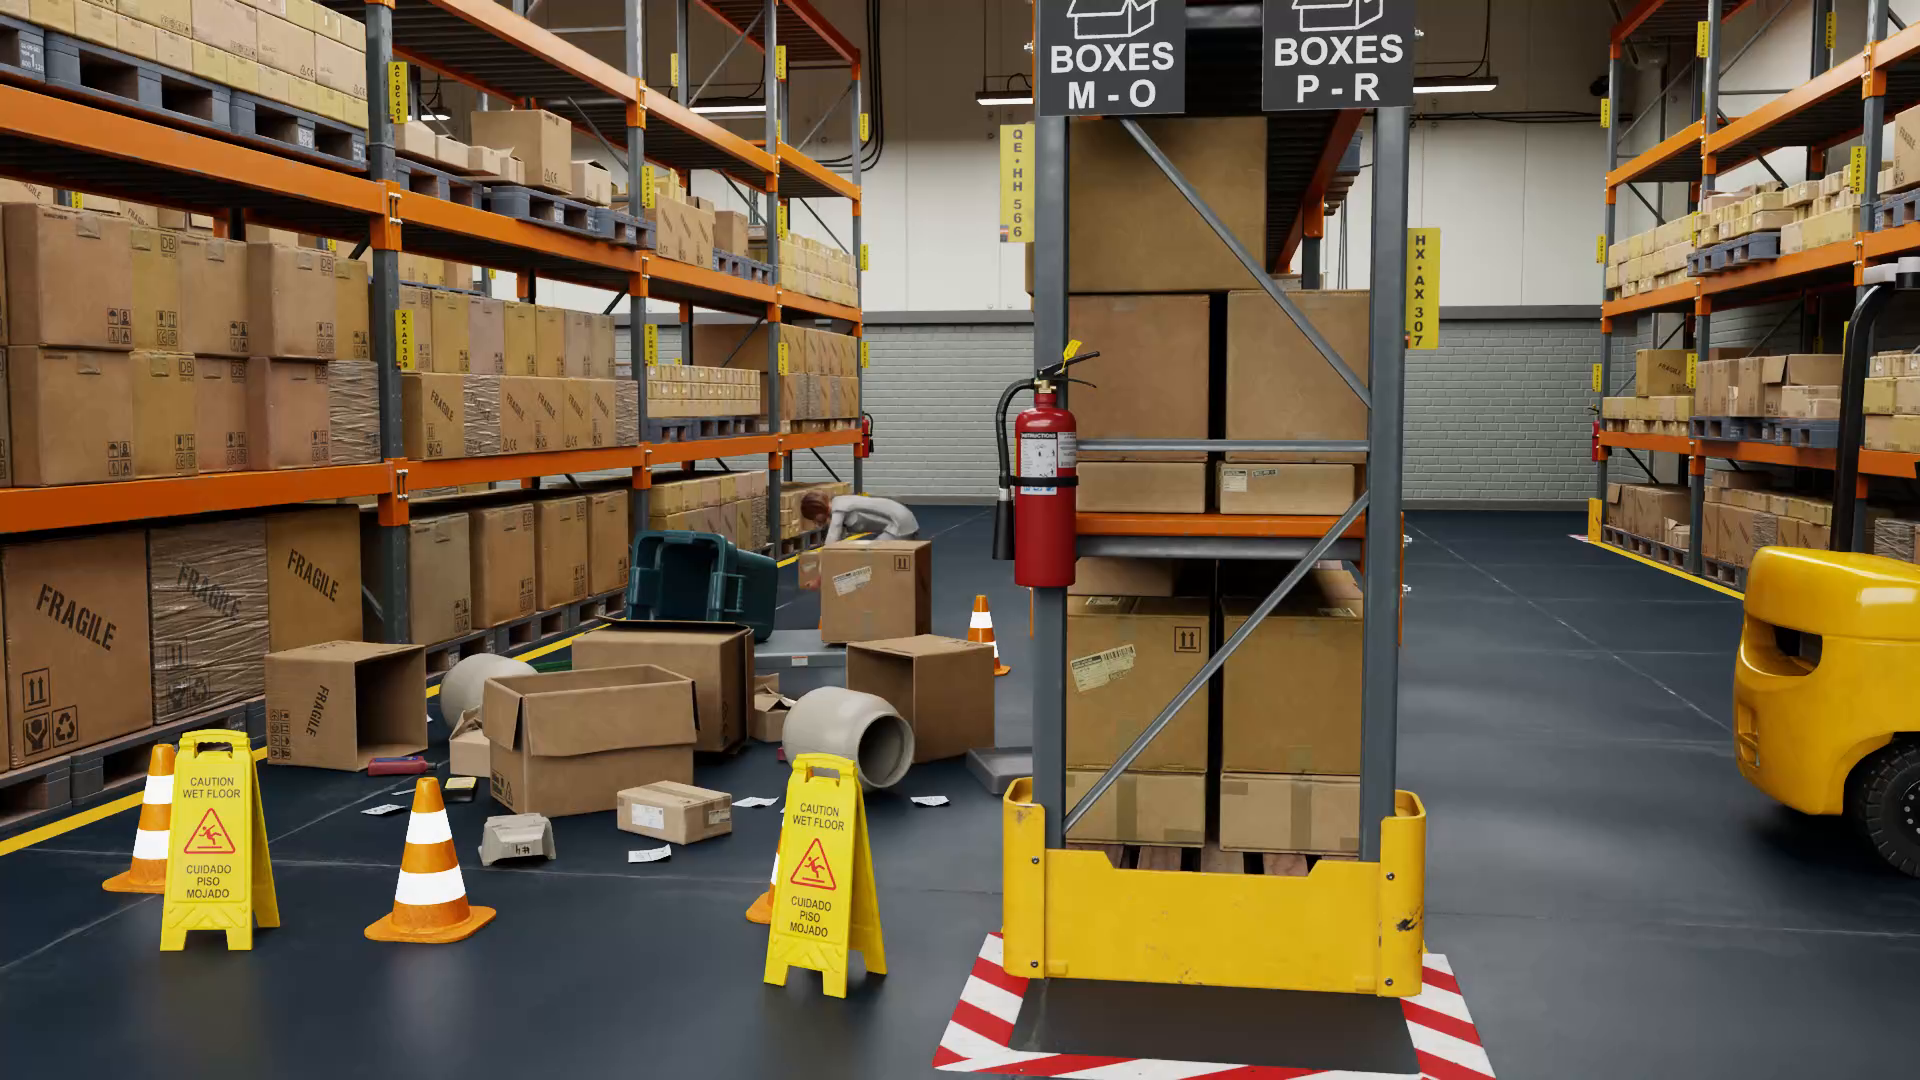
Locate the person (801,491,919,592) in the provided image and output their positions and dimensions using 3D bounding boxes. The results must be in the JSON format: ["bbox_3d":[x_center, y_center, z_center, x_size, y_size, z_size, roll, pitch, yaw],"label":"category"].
[{"bbox_3d":[-0.720,0.148,11.983,0.860,1.000,0.419,0,5,6],"label":"person"}]
